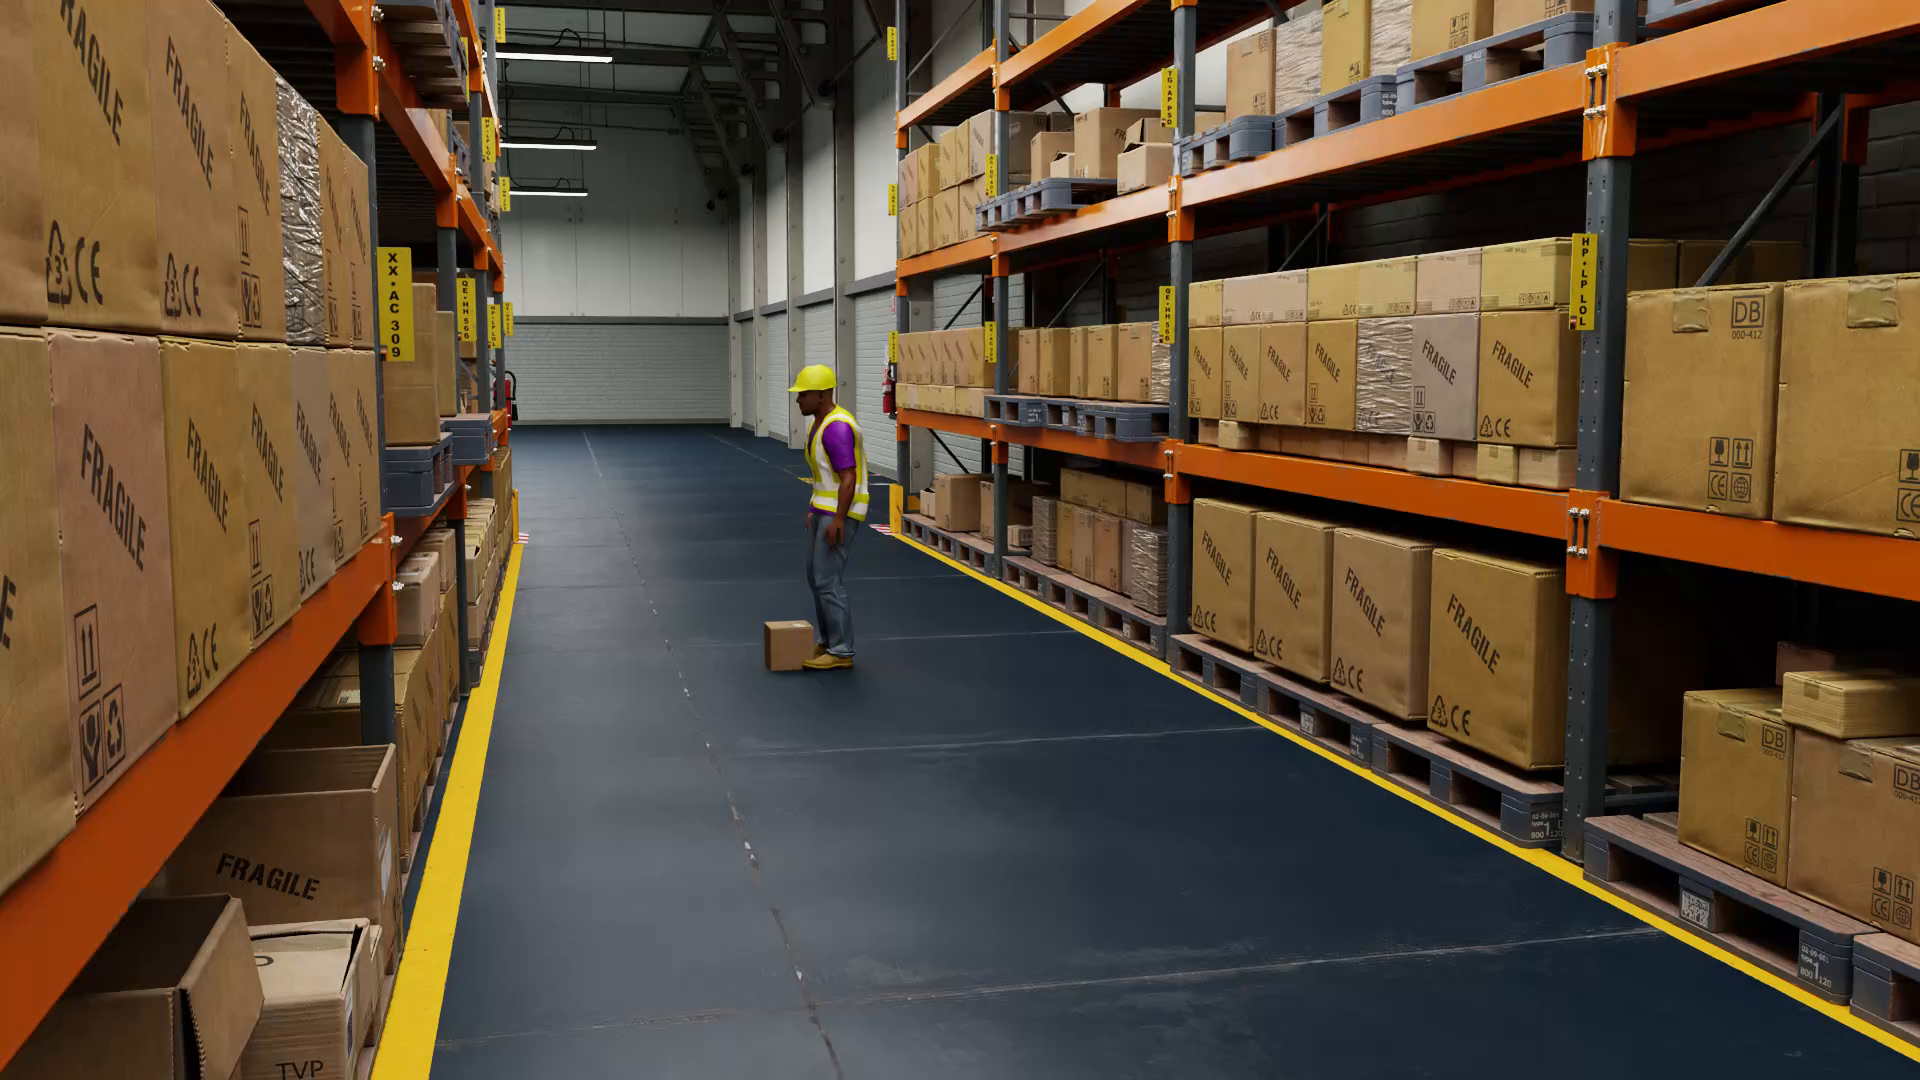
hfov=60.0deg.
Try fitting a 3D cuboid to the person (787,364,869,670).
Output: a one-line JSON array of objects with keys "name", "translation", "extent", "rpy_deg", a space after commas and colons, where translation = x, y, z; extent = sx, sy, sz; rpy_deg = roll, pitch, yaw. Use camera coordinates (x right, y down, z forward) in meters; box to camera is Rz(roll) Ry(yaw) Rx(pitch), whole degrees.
[{"name": "person", "translation": [-0.774, -0.137, 9.686], "extent": [0.461, 1.755, 0.628], "rpy_deg": [-2, 6, -17]}]
